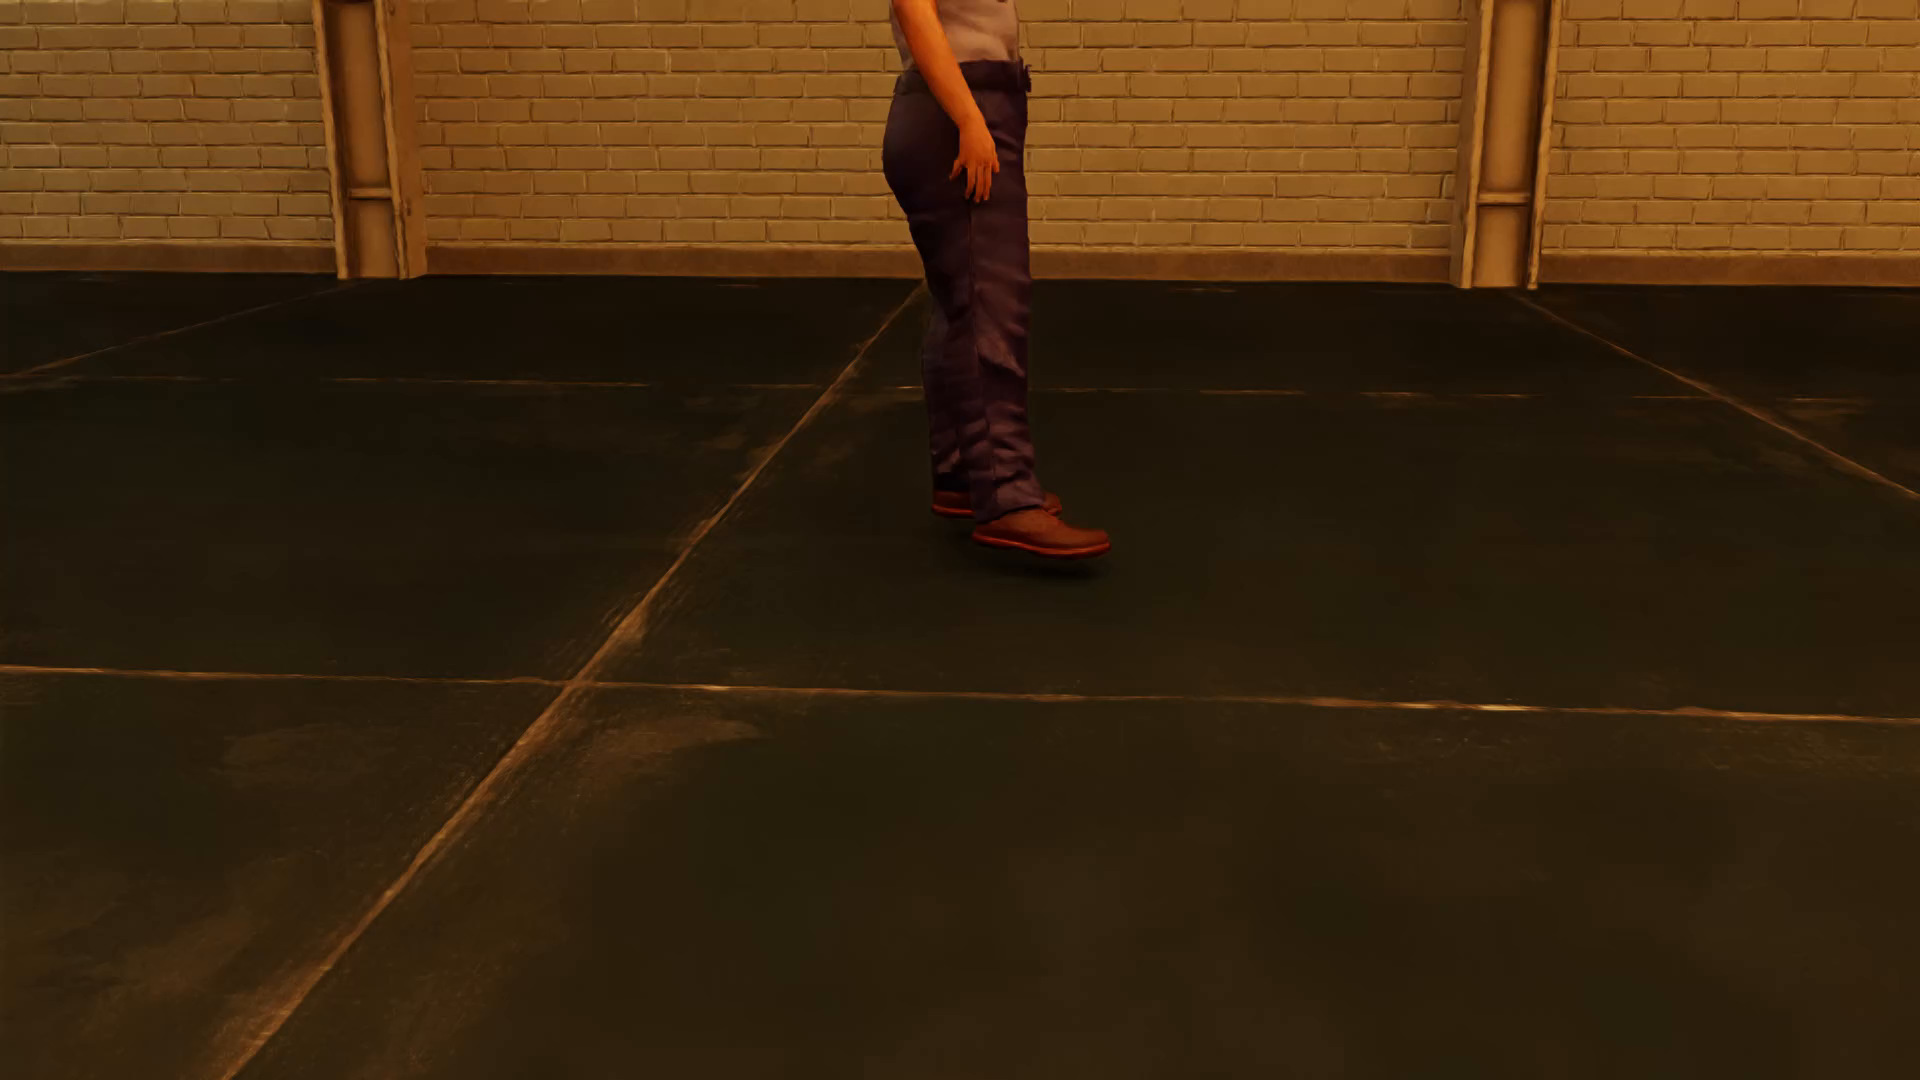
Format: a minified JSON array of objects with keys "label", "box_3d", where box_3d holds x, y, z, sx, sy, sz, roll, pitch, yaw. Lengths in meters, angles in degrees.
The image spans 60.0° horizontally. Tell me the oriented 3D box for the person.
[{"label":"person","box_3d":[0.087,-0.832,3.557,0.503,1.650,0.599,1,15,4]}]
